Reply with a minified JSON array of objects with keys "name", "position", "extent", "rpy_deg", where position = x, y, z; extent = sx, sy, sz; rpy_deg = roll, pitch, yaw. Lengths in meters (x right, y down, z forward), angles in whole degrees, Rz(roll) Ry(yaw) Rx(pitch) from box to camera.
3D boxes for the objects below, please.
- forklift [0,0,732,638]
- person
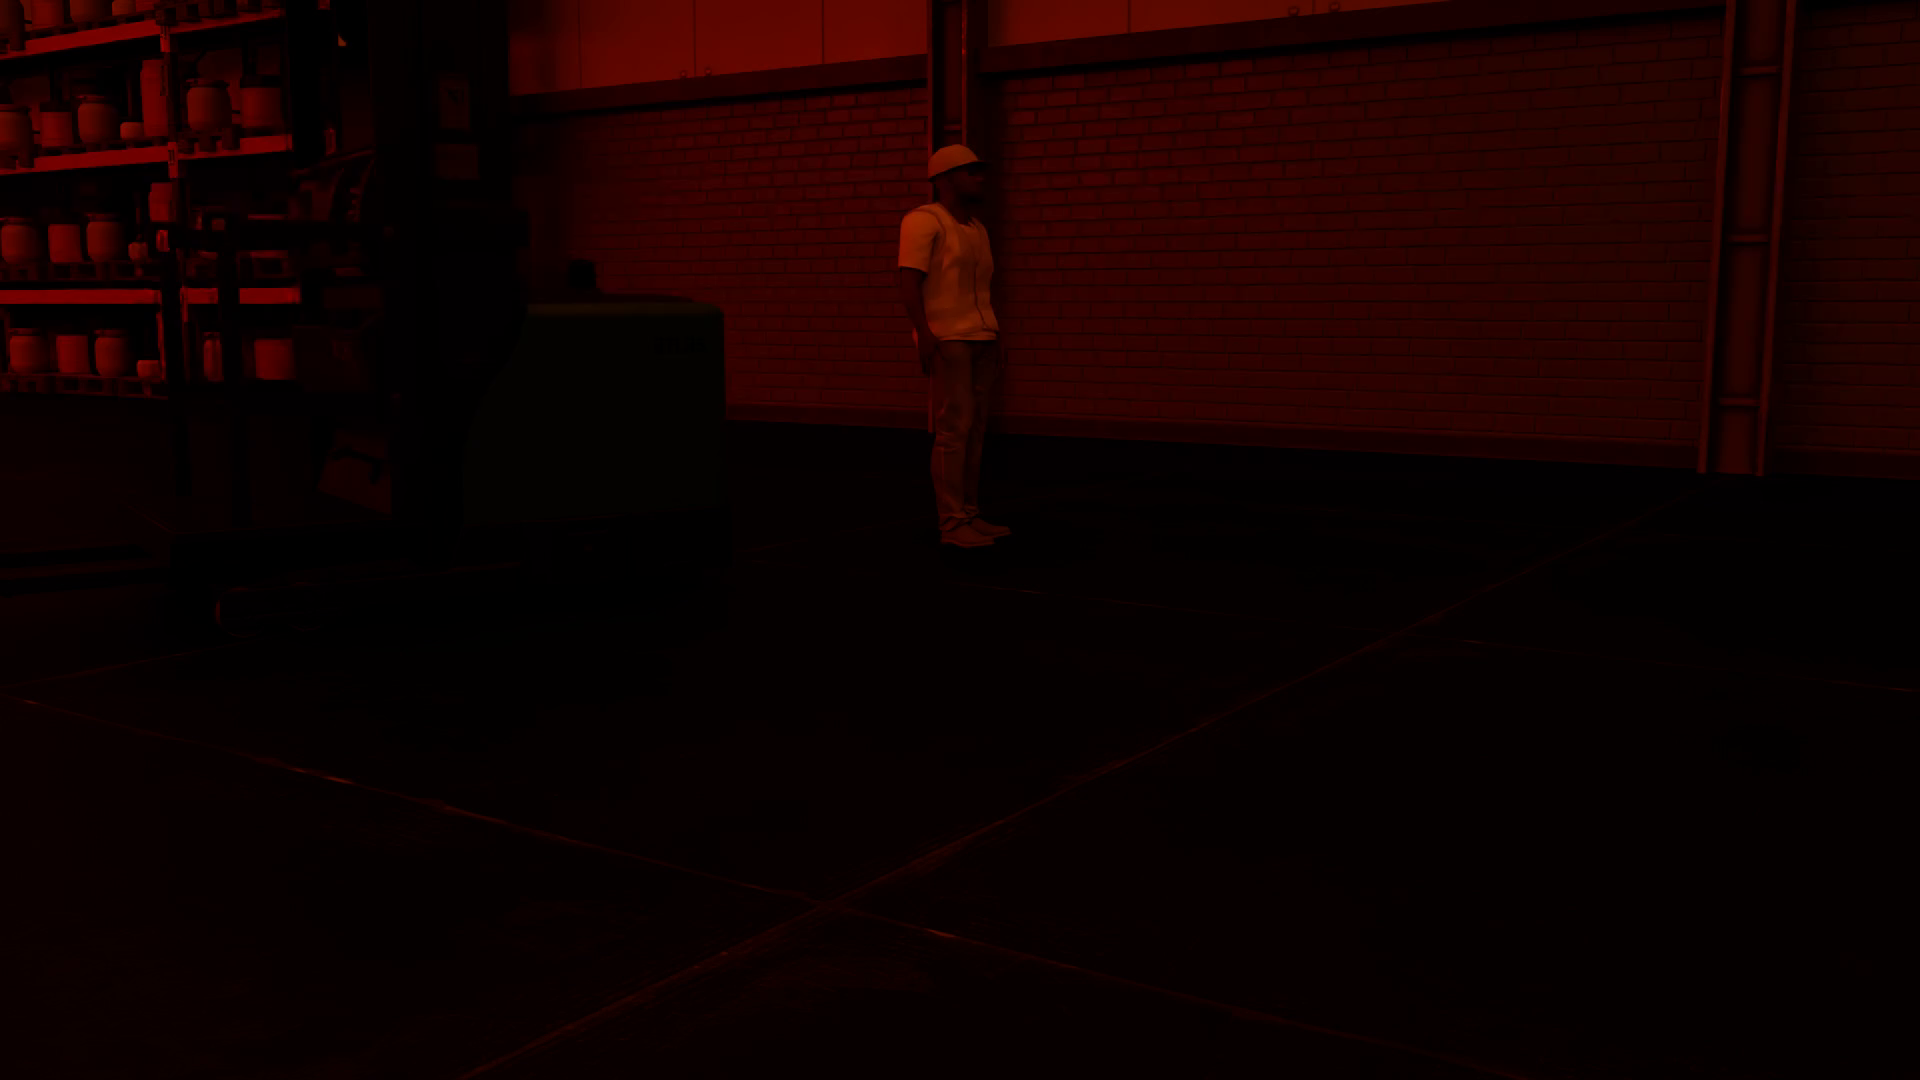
[{"name":"forklift","position":[-2.379,-1.218,5.758],"extent":[3.031,2.935,1.130],"rpy_deg":[-6,10,-34]},{"name":"person","position":[0.055,-0.875,7.435],"extent":[0.575,1.768,0.666],"rpy_deg":[5,10,34]}]
